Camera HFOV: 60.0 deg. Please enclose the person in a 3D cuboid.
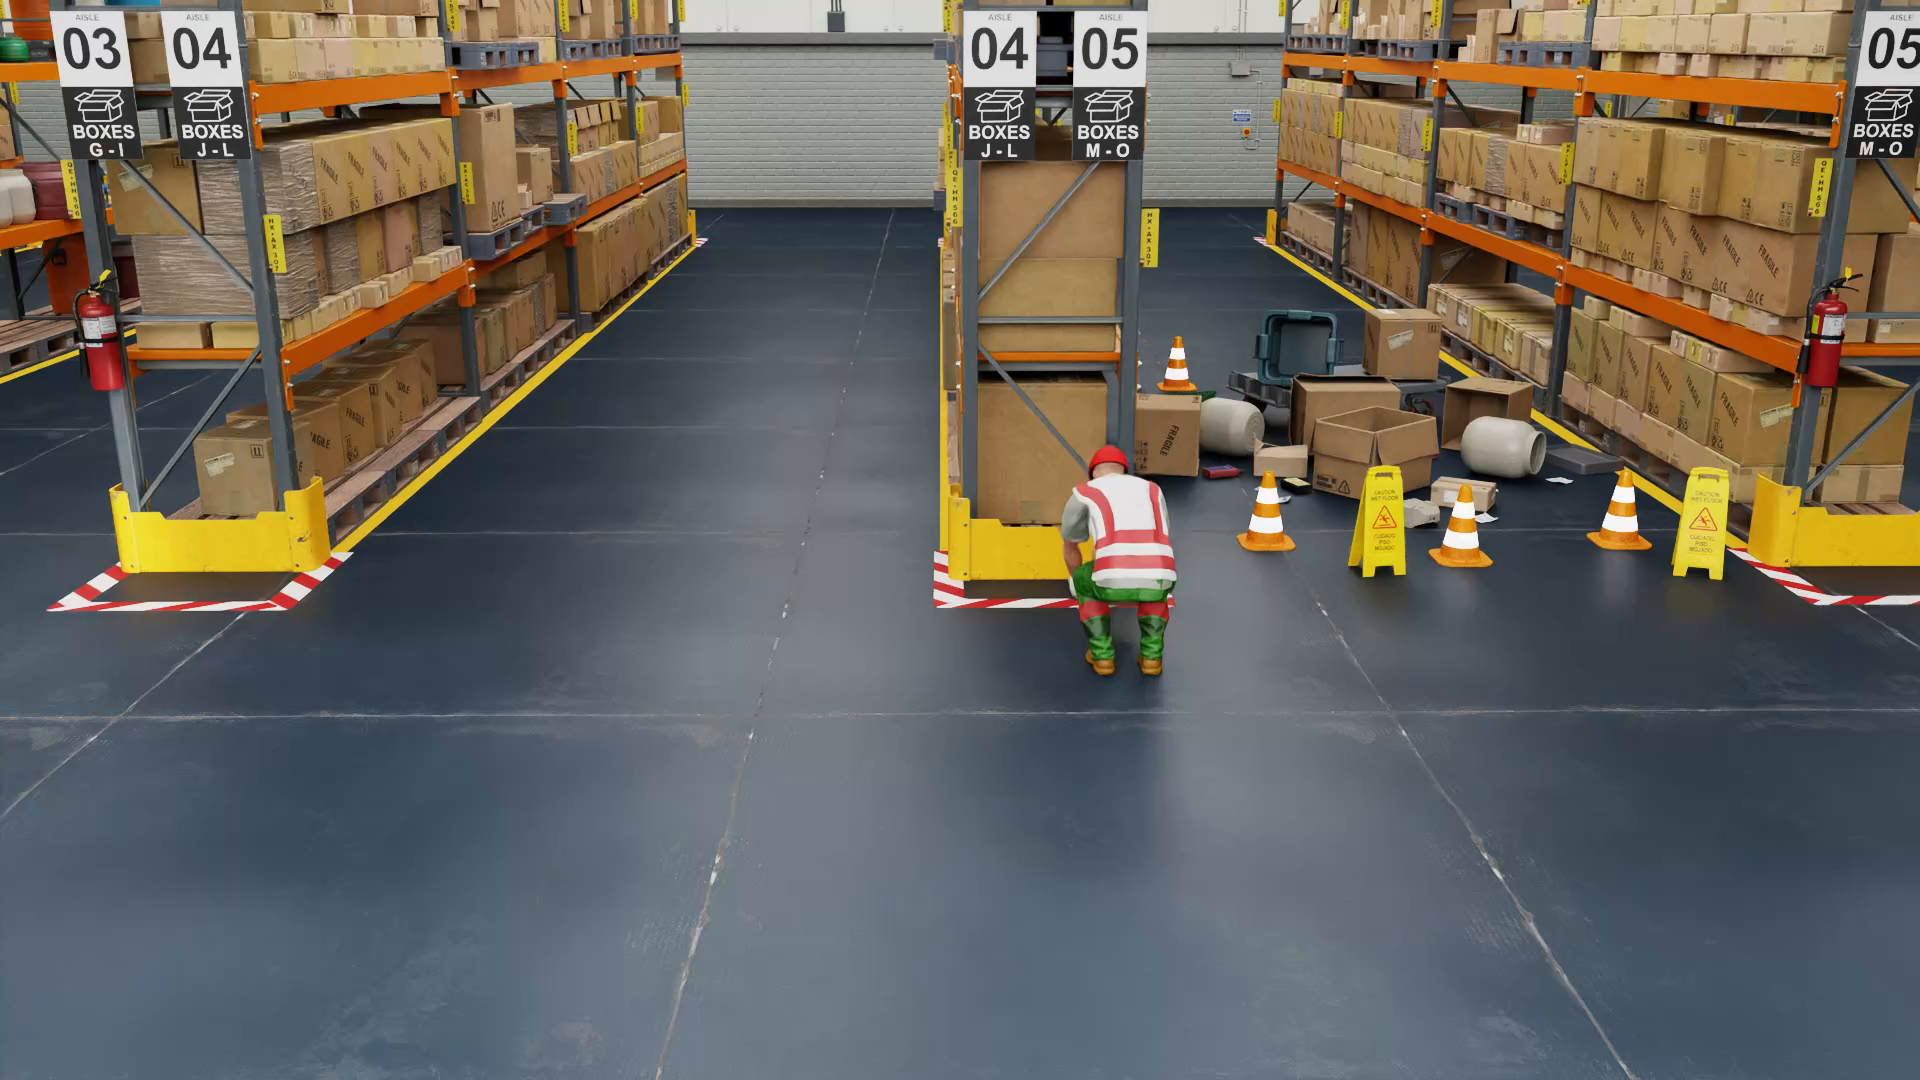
[{"bbox_3d":[0.805,0.107,8.416,0.575,1.056,0.868,0,17,-1],"label":"person"}]
